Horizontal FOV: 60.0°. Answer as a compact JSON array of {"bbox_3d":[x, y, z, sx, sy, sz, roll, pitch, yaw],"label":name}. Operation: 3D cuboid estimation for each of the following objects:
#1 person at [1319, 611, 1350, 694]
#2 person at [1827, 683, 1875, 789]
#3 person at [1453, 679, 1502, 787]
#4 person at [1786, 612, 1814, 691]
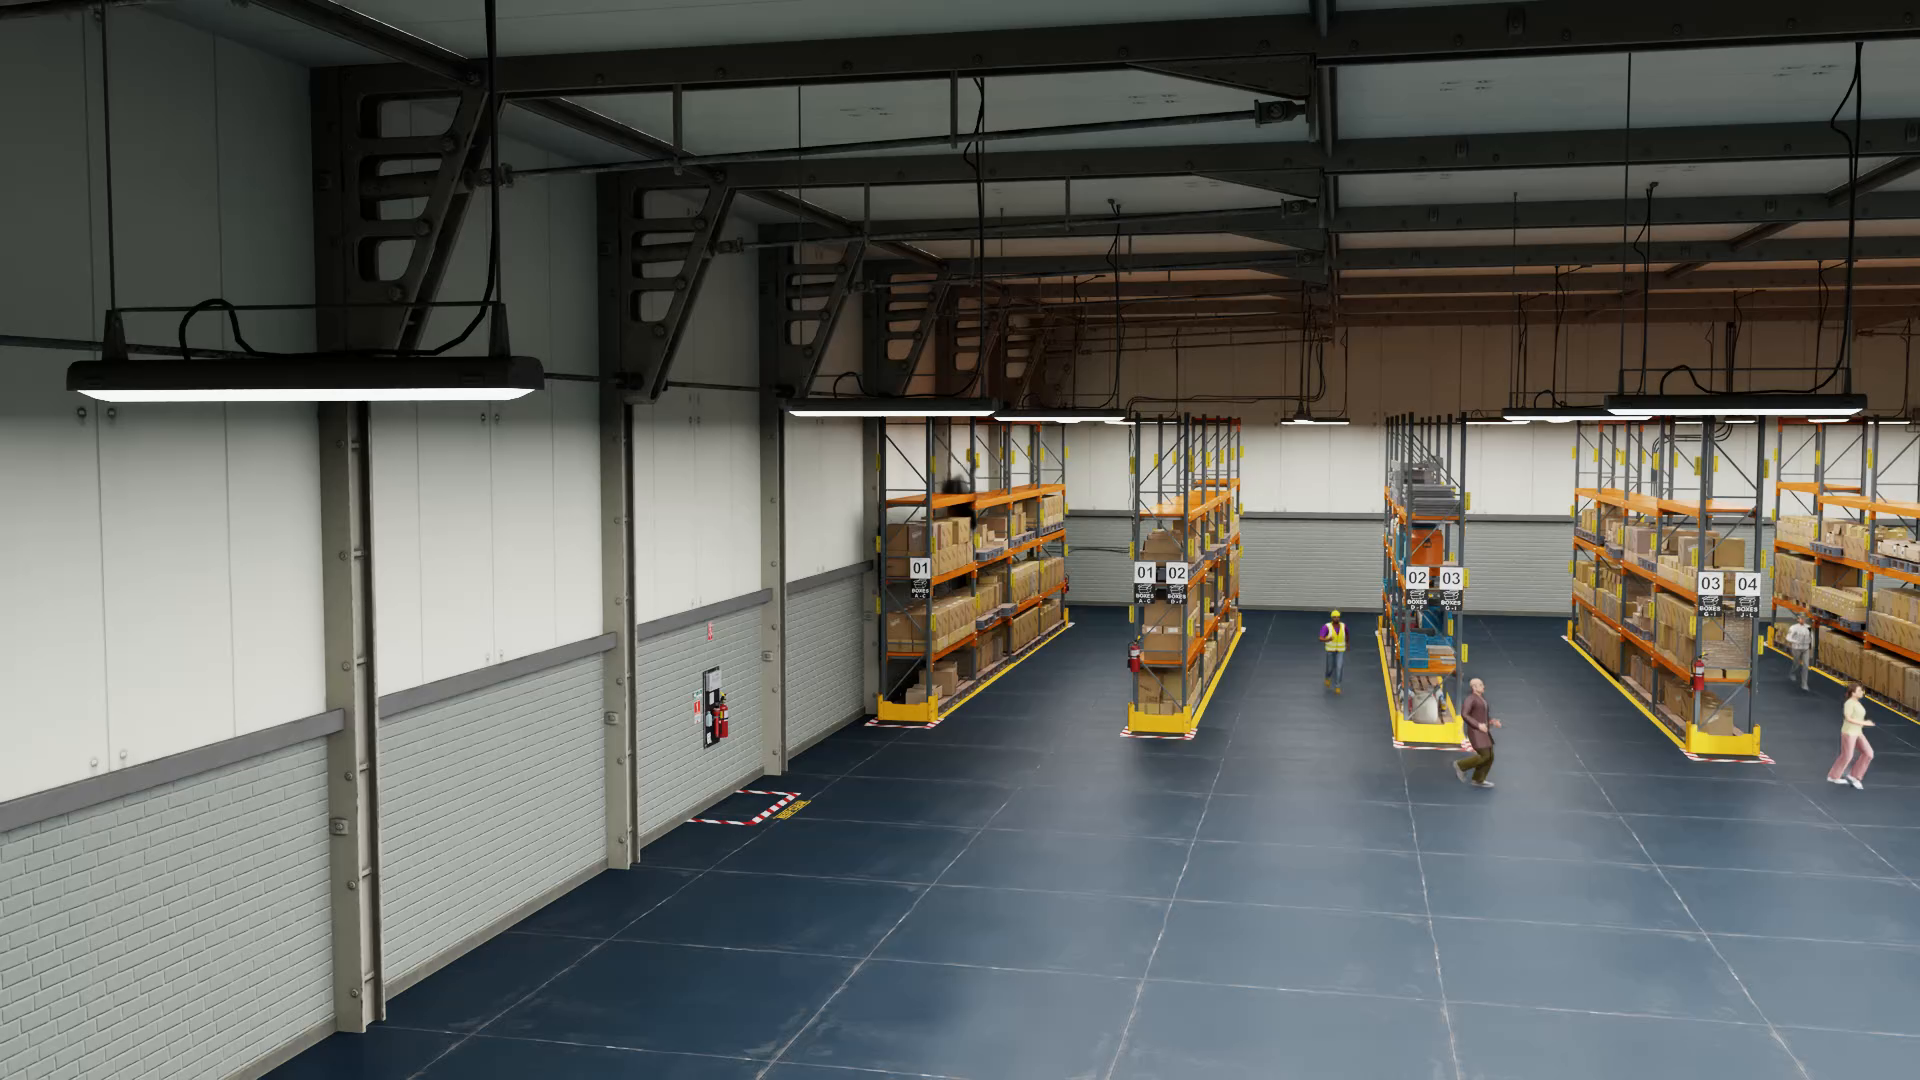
[{"bbox_3d":[8.085,2.390,35.909,0.702,1.747,0.954,0,4,1],"label":"person"},{"bbox_3d":[14.170,3.120,26.384,0.599,1.718,0.684,-3,5,-41],"label":"person"},{"bbox_3d":[8.227,3.064,26.474,0.667,1.725,0.709,3,5,35],"label":"person"},{"bbox_3d":[18.432,2.411,36.419,0.616,1.693,0.838,1,4,8],"label":"person"}]
